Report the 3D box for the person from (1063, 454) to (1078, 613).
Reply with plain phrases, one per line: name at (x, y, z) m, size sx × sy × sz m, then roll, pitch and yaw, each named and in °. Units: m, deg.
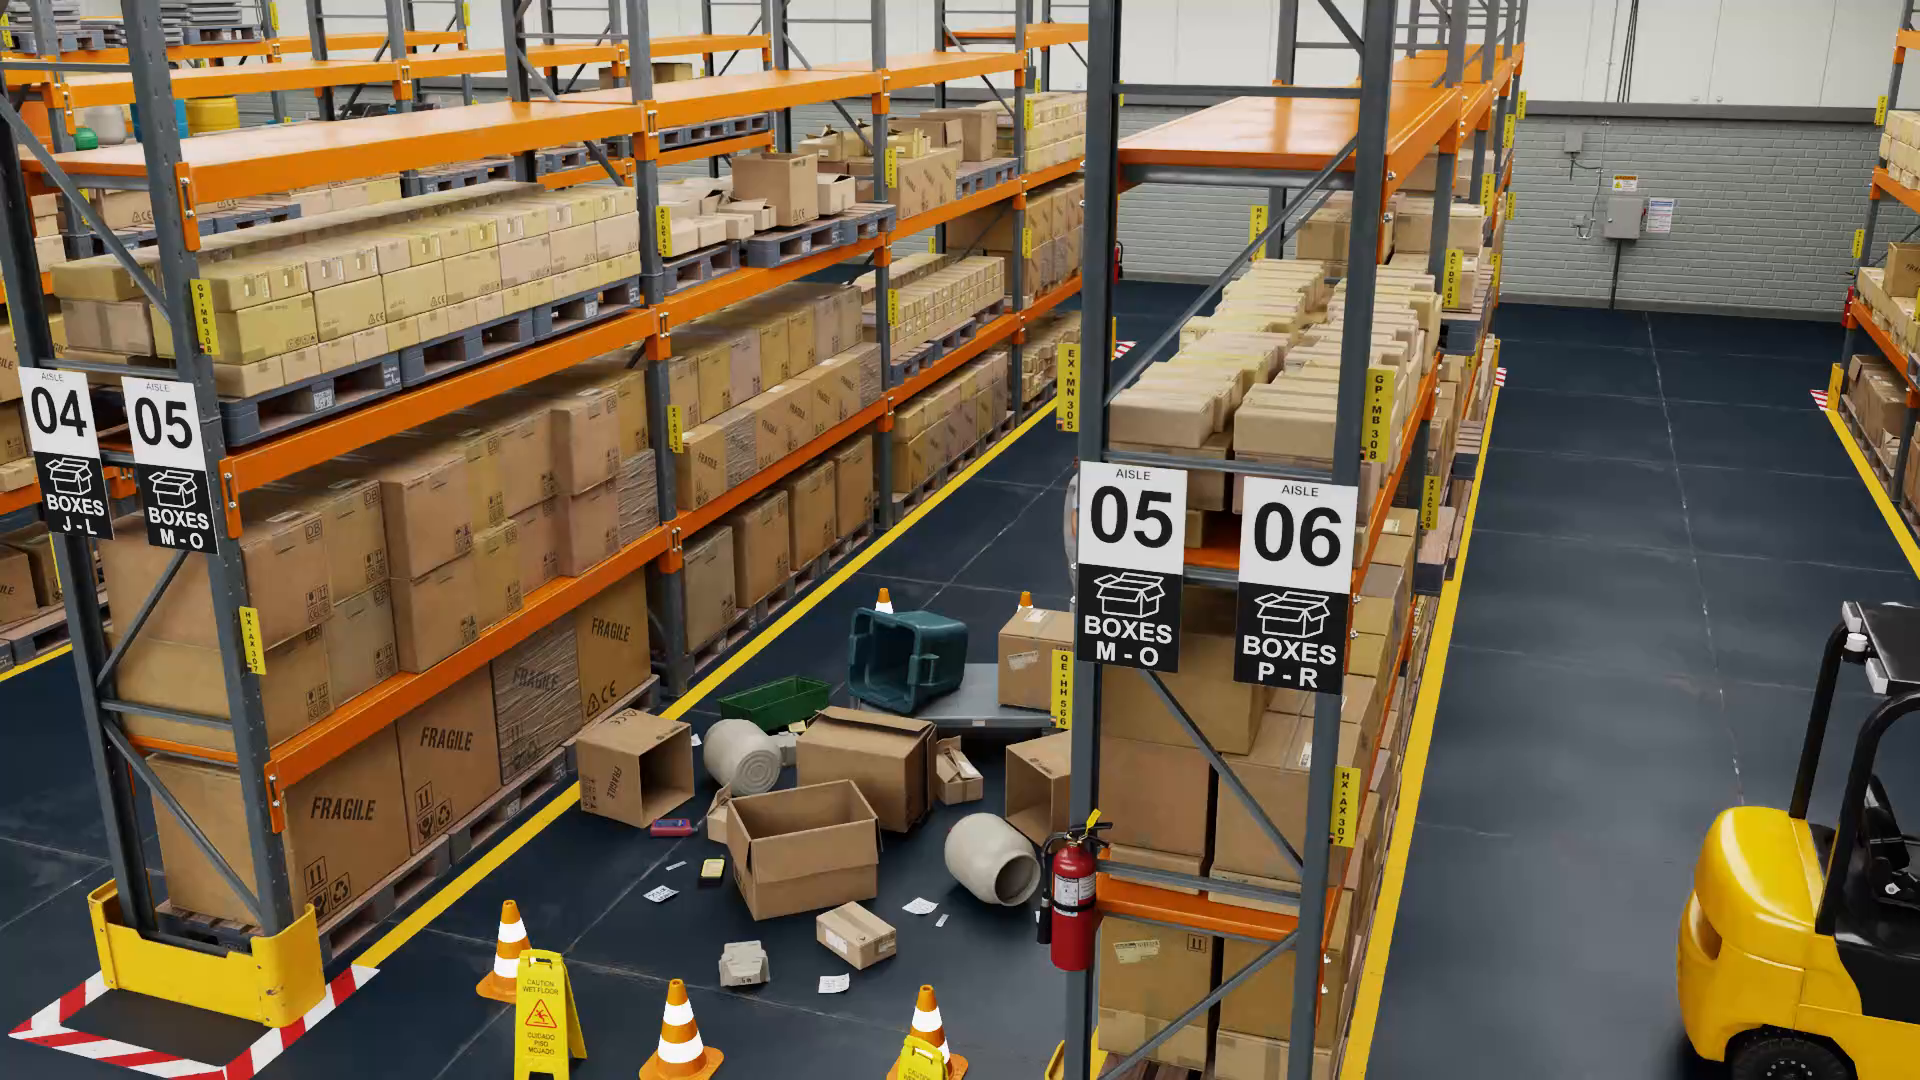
person at (0.958, 0.040, 12.448) m, size 0.360 × 1.672 × 0.484 m, roll 6°, pitch 20°, yaw 18°
